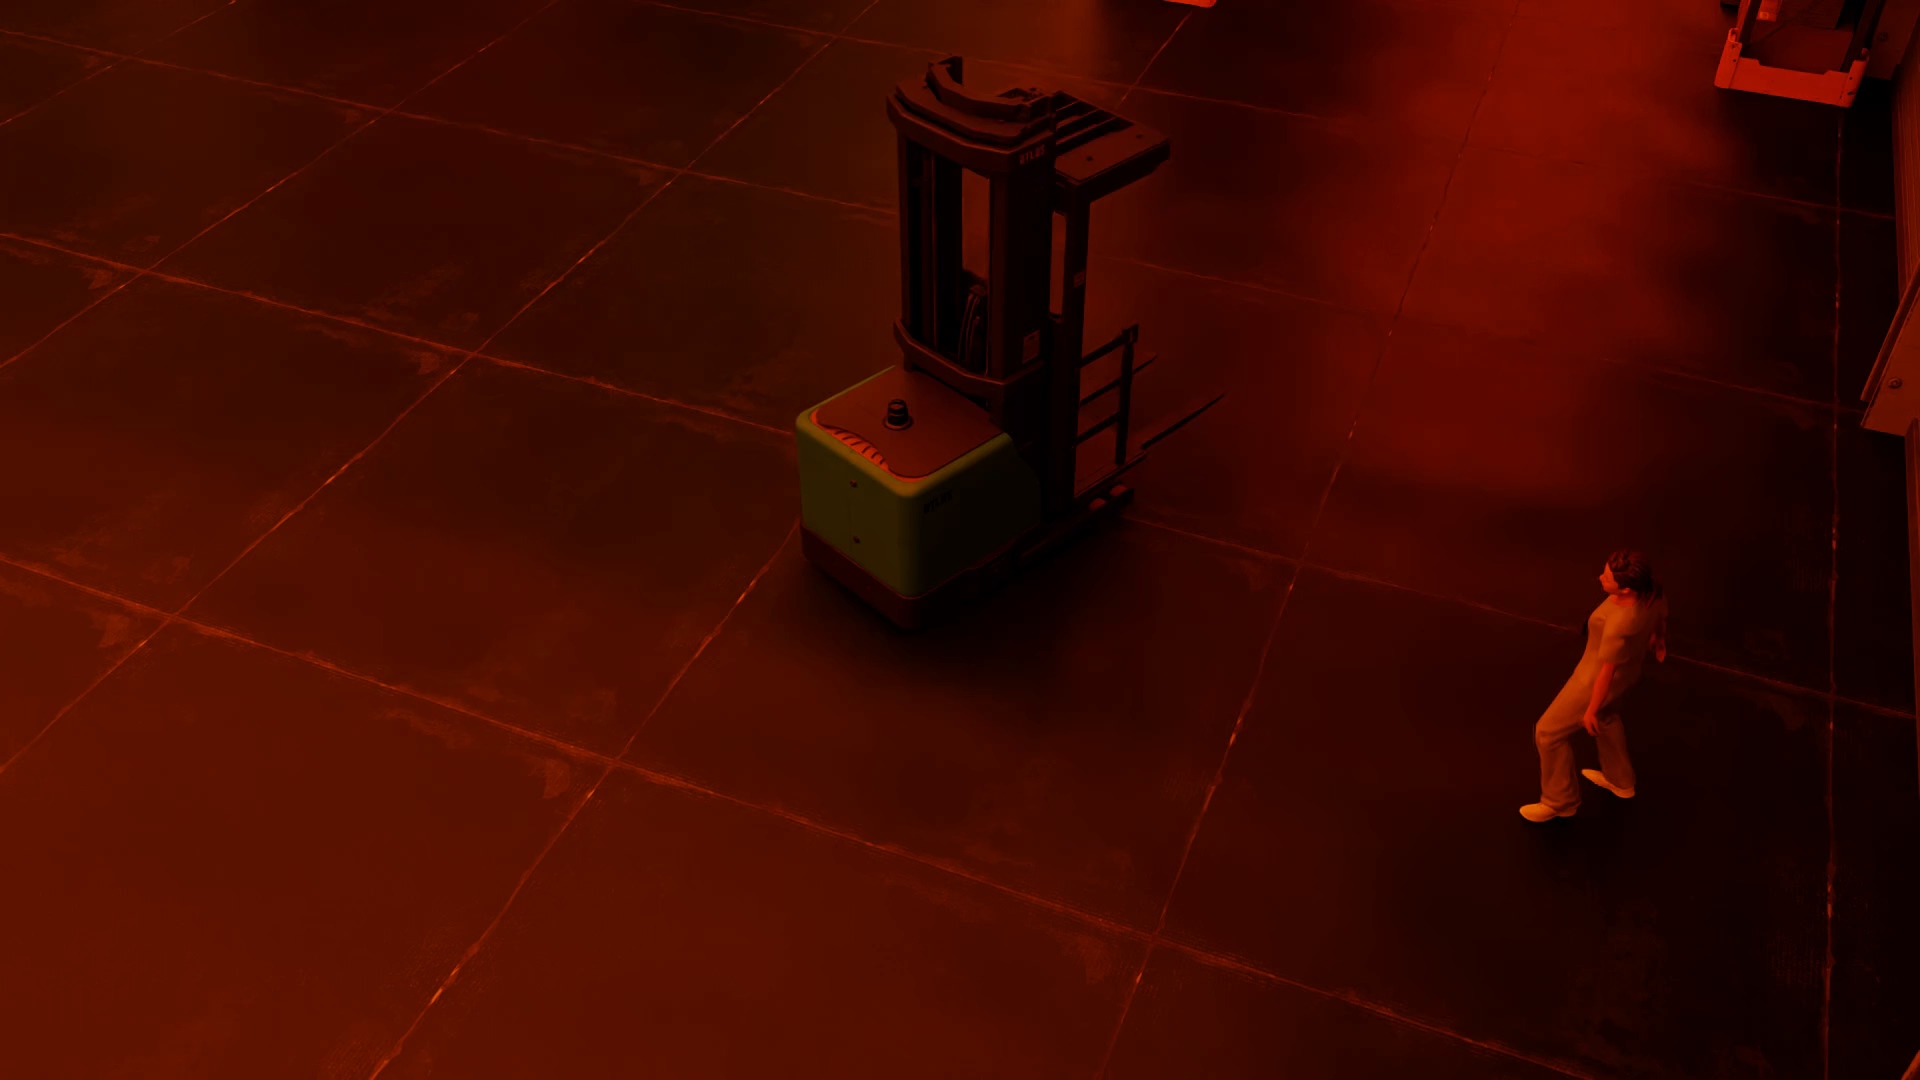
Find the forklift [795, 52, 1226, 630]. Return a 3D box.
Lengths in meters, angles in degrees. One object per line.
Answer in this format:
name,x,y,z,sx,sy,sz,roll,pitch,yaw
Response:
forklift,0.457,-1.437,9.723,3.031,2.935,1.130,-31,49,-32

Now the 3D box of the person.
person,3.250,0.731,8.244,0.800,1.590,0.461,-31,49,-31
